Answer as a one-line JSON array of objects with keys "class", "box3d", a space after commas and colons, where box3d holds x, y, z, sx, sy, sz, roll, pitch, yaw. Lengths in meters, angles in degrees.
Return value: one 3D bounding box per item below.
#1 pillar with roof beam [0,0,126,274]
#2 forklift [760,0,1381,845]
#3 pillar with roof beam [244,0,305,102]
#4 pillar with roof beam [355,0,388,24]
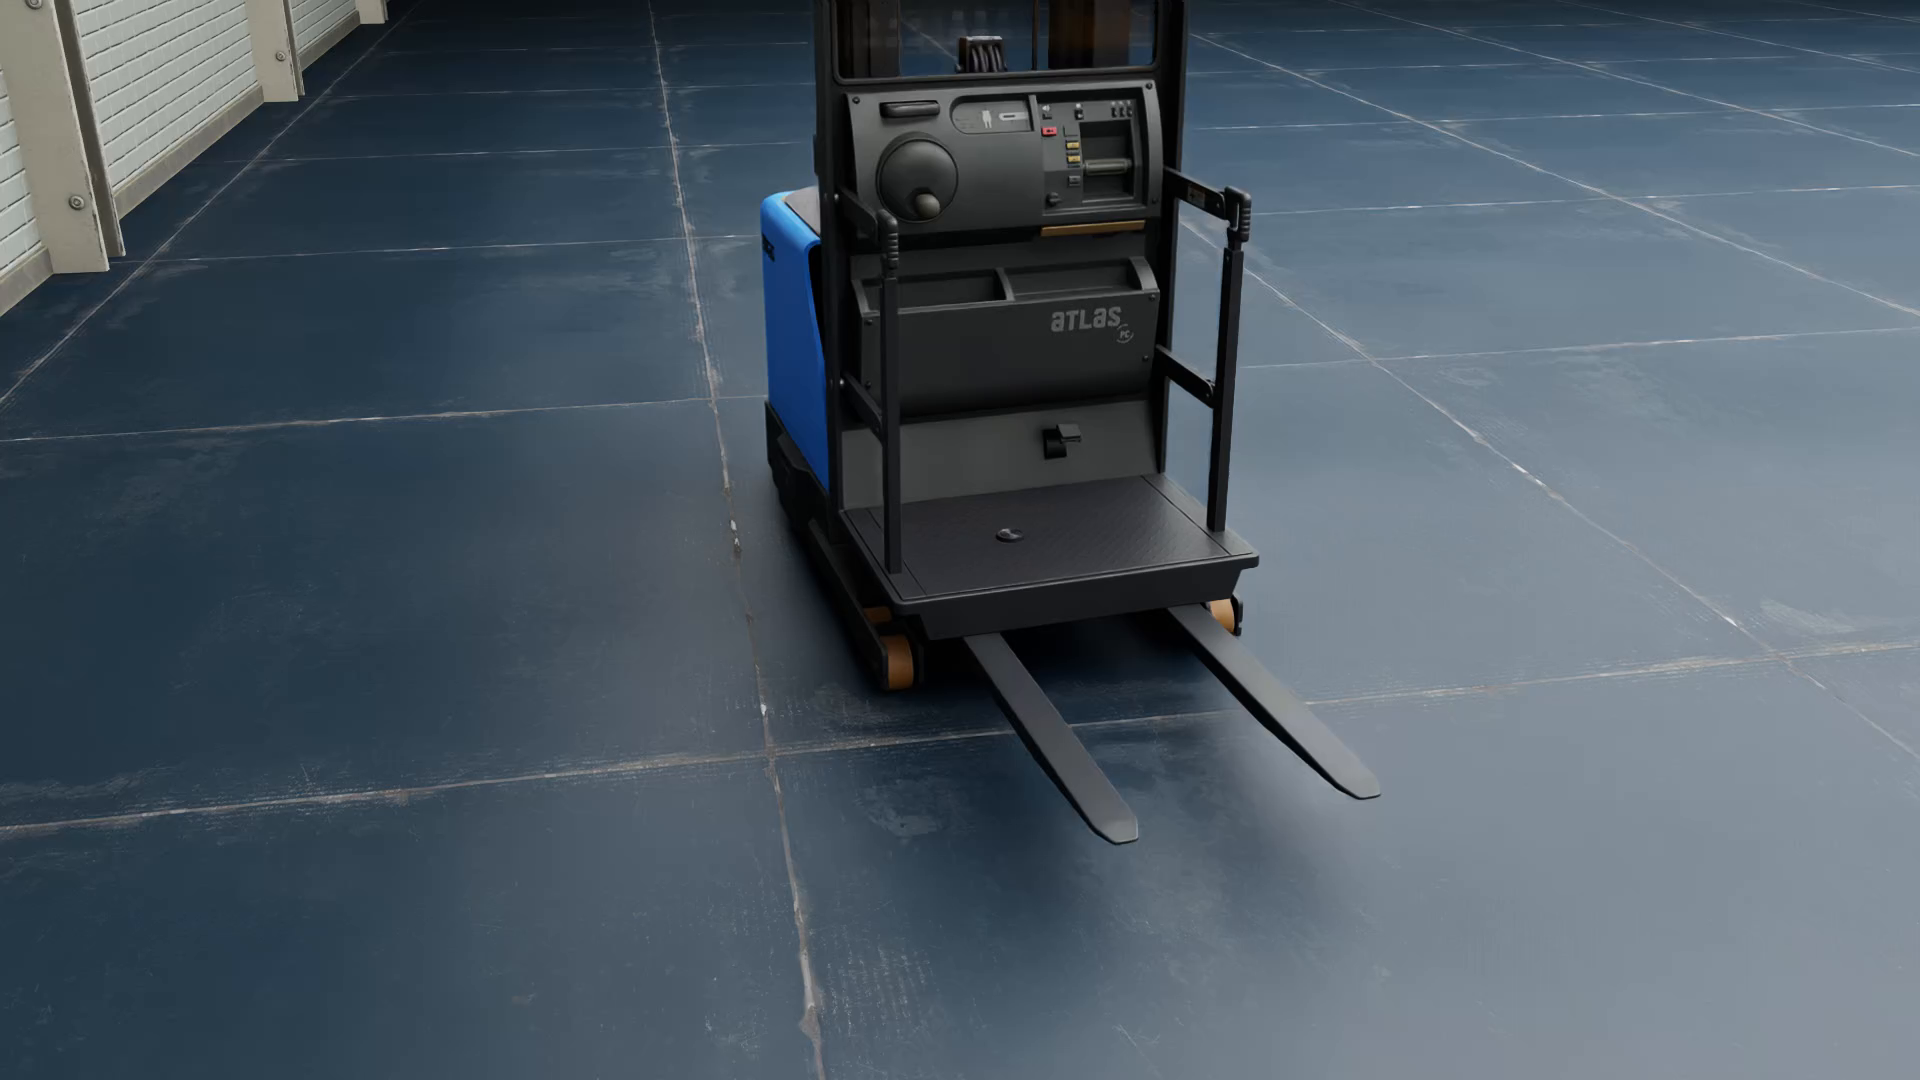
[{"class": "pillar with roof beam", "box3d": [-0.641, -5.984, 8.208, 9.100, 9.000, 0.400, -4, 24, -10]}, {"class": "forklift", "box3d": [0.205, -1.088, 4.580, 1.130, 2.935, 3.031, -7, 25, -16]}, {"class": "pillar with roof beam", "box3d": [-1.750, -8.344, 13.612, 9.100, 9.000, 0.400, -4, 24, -10]}, {"class": "pillar with roof beam", "box3d": [-2.860, -10.704, 19.016, 9.100, 9.000, 0.400, -4, 24, -10]}]
